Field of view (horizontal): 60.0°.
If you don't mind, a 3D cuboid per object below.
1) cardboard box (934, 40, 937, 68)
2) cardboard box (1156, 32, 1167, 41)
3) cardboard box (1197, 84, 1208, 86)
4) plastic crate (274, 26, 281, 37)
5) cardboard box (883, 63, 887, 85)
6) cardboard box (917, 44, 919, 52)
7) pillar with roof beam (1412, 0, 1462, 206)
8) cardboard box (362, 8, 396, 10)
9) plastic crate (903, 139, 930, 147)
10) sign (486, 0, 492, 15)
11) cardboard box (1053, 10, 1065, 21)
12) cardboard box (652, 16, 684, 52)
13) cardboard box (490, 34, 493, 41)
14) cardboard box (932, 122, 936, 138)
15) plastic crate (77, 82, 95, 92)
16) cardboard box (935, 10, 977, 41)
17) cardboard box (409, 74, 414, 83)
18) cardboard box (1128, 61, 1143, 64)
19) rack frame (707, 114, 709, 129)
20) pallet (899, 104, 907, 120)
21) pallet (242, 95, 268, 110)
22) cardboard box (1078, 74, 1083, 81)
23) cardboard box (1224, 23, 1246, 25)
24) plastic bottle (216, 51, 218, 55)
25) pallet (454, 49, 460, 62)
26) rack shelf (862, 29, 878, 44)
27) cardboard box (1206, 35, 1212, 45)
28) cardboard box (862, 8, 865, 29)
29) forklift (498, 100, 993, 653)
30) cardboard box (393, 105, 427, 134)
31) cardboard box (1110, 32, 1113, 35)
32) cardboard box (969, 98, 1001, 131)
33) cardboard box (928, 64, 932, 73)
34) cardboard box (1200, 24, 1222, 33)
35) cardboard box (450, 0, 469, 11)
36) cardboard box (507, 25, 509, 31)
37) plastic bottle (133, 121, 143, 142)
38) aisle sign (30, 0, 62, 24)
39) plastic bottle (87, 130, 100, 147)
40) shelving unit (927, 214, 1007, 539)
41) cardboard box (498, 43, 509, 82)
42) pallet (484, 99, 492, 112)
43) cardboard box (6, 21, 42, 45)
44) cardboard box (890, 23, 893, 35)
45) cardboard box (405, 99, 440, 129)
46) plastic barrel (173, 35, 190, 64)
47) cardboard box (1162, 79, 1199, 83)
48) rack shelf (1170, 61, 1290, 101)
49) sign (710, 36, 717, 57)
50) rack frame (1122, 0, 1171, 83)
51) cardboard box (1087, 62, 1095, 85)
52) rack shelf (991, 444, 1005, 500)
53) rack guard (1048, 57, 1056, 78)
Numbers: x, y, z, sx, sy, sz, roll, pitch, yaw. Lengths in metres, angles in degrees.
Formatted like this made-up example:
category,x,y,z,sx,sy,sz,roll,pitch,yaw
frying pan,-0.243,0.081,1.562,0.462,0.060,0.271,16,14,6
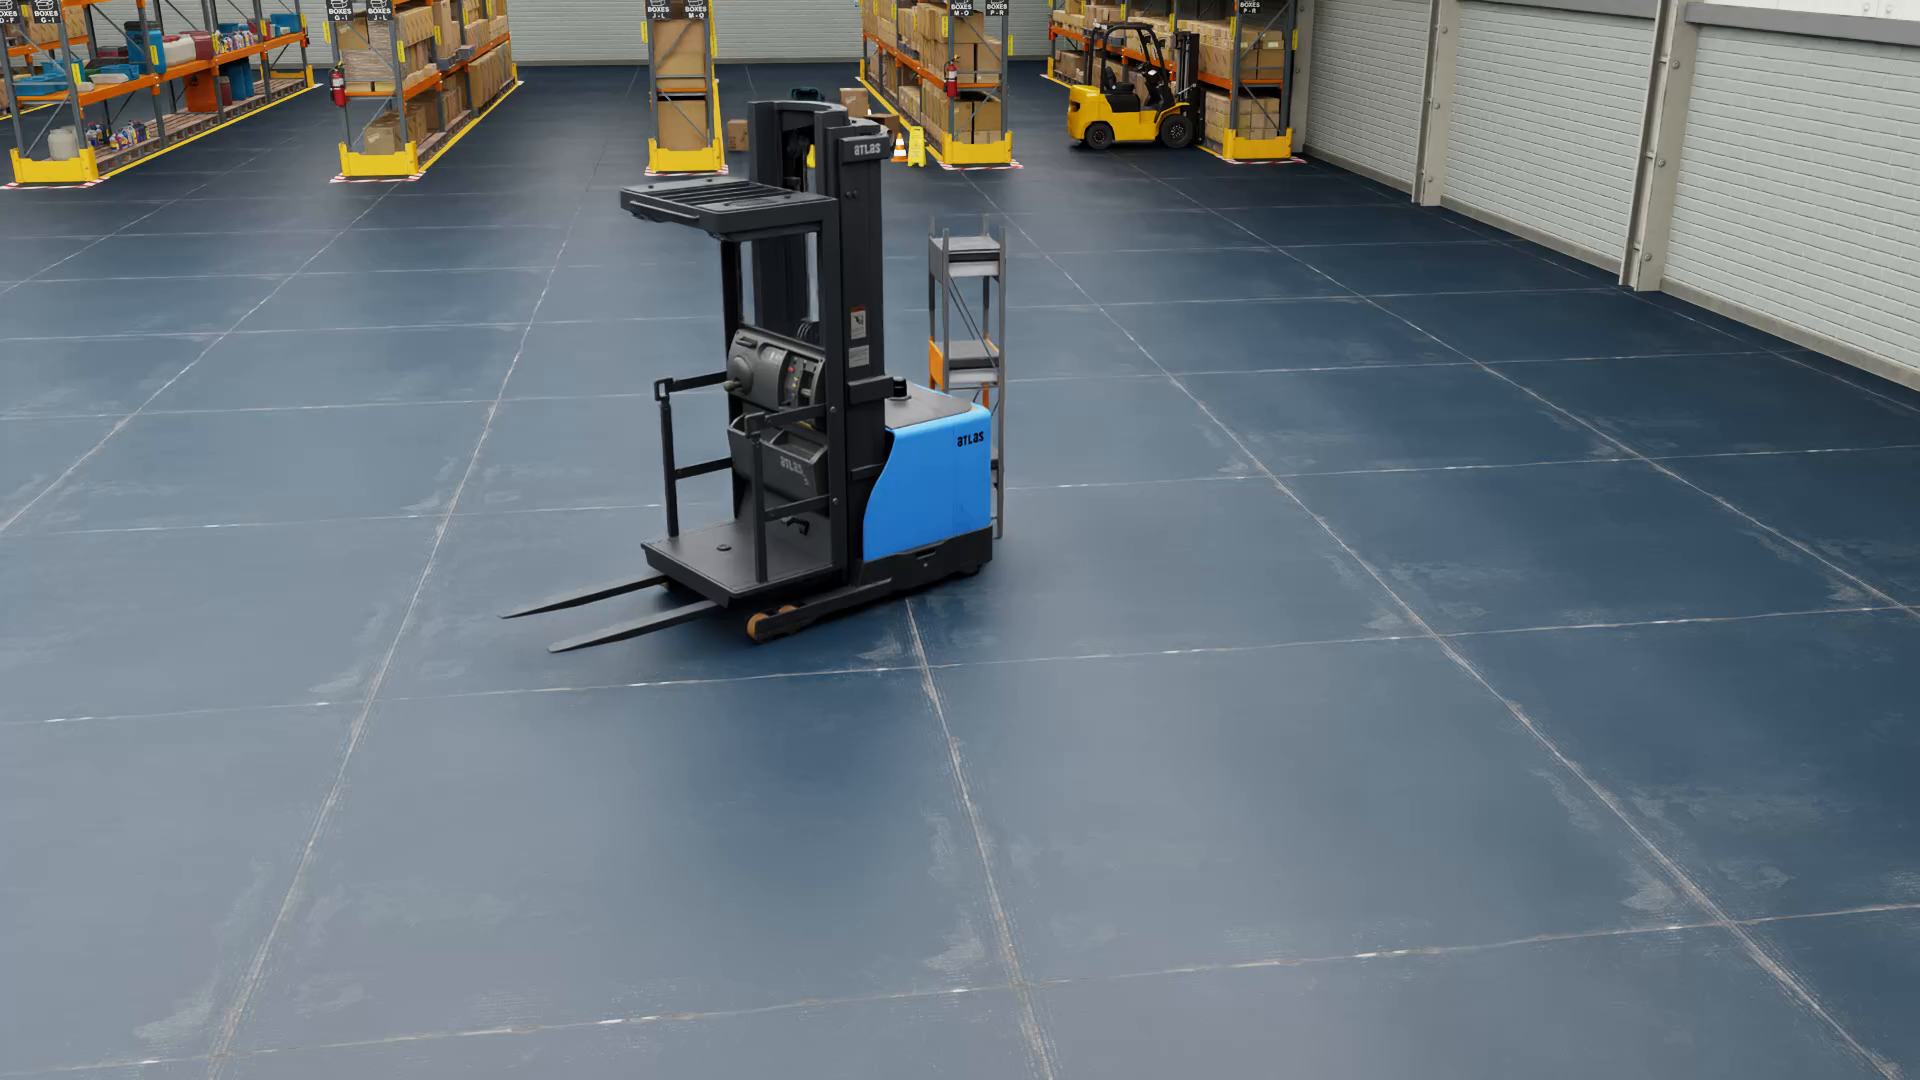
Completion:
category,x,y,z,sx,sy,sz,roll,pitch,yaw
cardboard box,-0.186,-8.605,29.400,0.500,0.500,0.500,-3,21,-8
cardboard box,4.231,-10.033,33.292,0.500,0.250,0.500,-3,21,-9
cardboard box,4.459,-8.551,31.723,0.500,0.250,0.500,-3,21,-8
plastic crate,-16.163,-11.939,39.050,0.416,0.233,0.300,-3,21,-8
cardboard box,-1.412,-11.272,40.170,0.875,0.438,0.875,-3,21,-9
cardboard box,-0.622,-9.526,32.193,0.380,0.149,0.250,-3,21,-7
pillar with roof beam,2.609,-8.952,22.323,9.100,9.000,0.400,-3,21,-8
cardboard box,-10.195,-9.096,29.285,0.500,0.500,0.500,-3,21,-8
plastic crate,-0.860,-7.330,30.728,0.402,0.080,0.583,-11,23,-26
sign,-10.699,-12.089,37.754,0.100,0.325,0.005,-3,21,-8
cardboard box,2.705,-13.588,43.098,0.500,0.250,0.500,-3,21,-7
cardboard box,-4.768,-8.506,27.944,0.875,0.550,0.550,-3,21,-8
cardboard box,-10.948,-11.554,38.224,0.380,0.149,0.250,-3,21,-8
cardboard box,-0.229,-7.433,30.161,0.500,0.250,0.500,-4,21,-10
plastic crate,-14.217,-7.351,26.987,0.298,0.136,0.250,-3,21,-8
cardboard box,-0.054,-8.894,28.745,0.700,0.500,0.500,-3,21,-7
cardboard box,-9.497,-7.823,28.235,0.380,0.149,0.250,-3,21,-8
cardboard box,4.054,-10.890,38.132,0.380,0.149,0.250,-3,21,-7
rack frame,-5.159,-8.998,31.021,1.000,3.000,0.127,-3,21,-8
pallet,-0.740,-9.091,35.254,1.003,0.211,1.213,-3,21,-8
pallet,-16.066,-9.727,36.959,1.003,0.211,1.213,-3,21,-8
cardboard box,3.112,-11.344,40.775,0.380,0.149,0.250,-4,21,-9
cardboard box,5.144,-9.575,31.070,0.380,0.149,0.250,-3,21,-9
plastic bottle,-15.305,-10.066,34.165,0.097,0.201,0.097,0,20,0
pallet,-10.332,-9.395,32.357,1.003,0.211,1.213,-3,21,-8
rack shelf,-1.716,-12.408,41.179,1.077,0.370,4.000,-3,21,-8
cardboard box,4.677,-9.049,30.087,0.380,0.149,0.250,-3,21,-7
cardboard box,-2.220,-13.304,42.406,0.500,0.500,0.500,-3,21,-8
forklift,-1.248,-0.988,9.672,3.031,2.935,1.130,-16,26,-37
cardboard box,-10.063,-7.668,30.432,0.500,0.500,0.500,-4,21,-9
cardboard box,3.587,-11.395,37.052,0.500,0.250,0.500,-4,21,-10
cardboard box,0.455,-7.459,29.158,0.500,0.500,0.500,-4,21,-10
cardboard box,-0.372,-8.596,30.304,0.380,0.149,0.250,-3,21,-7
cardboard box,4.653,-9.457,30.755,0.380,0.149,0.250,-3,21,-8
cardboard box,-10.839,-11.164,35.244,0.797,0.503,0.637,-2,21,-6
cardboard box,-11.434,-12.713,41.327,0.380,0.149,0.250,-3,21,-7
plastic bottle,-14.577,-7.223,29.426,0.144,0.351,0.185,-4,21,-10
aisle sign,-14.106,-8.356,25.586,0.394,0.787,0.004,-3,21,-8
plastic bottle,-15.045,-6.967,28.845,0.152,0.276,0.135,-3,21,-8
shelving unit,0.042,-1.067,11.072,0.431,2.100,0.503,-4,21,-11
cardboard box,-11.509,-11.606,40.441,0.875,0.875,0.875,-3,21,-8
pallet,-10.870,-9.560,36.510,1.003,0.211,1.213,-3,21,-8
cardboard box,-20.842,-11.291,37.018,0.500,0.500,0.500,-2,21,-6
cardboard box,-1.250,-11.164,36.319,0.500,0.250,0.500,-3,21,-9
cardboard box,-10.149,-8.032,31.377,0.700,0.500,0.500,-5,21,-12
plastic barrel,-15.139,-9.479,32.149,0.421,0.512,0.421,0,20,0
cardboard box,4.446,-9.068,34.001,0.875,0.625,0.625,-3,21,-8
rack shelf,4.925,-8.505,30.728,1.077,0.370,4.000,-3,21,-8
sign,-4.032,-8.082,27.217,0.100,0.325,0.005,-3,21,-8
rack frame,4.060,-10.919,36.165,1.000,3.000,0.127,-3,21,-8
cardboard box,3.330,-11.151,39.758,0.500,0.500,0.500,-2,21,-5
rack shelf,0.042,-0.399,11.322,0.431,0.518,0.480,-4,21,-11
rack guard,2.917,-12.492,43.948,1.175,0.500,0.348,-3,21,-8
